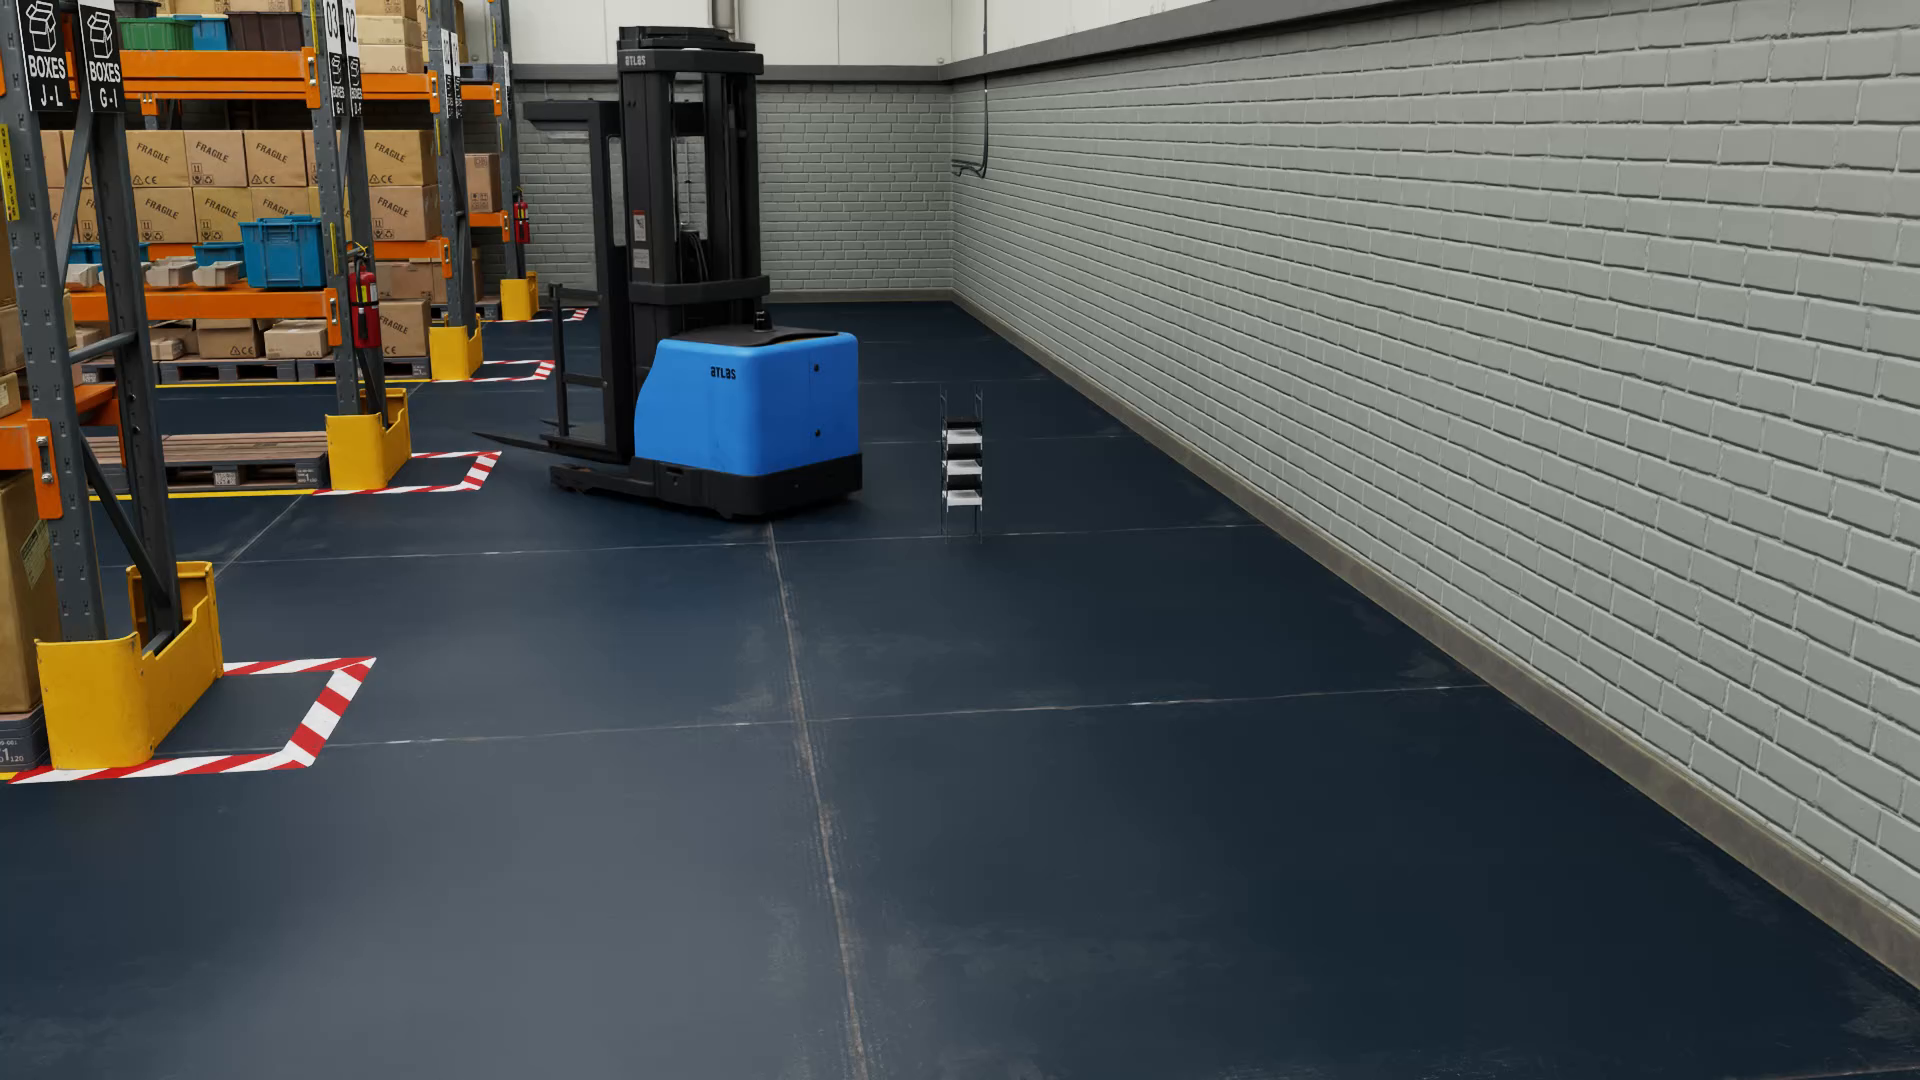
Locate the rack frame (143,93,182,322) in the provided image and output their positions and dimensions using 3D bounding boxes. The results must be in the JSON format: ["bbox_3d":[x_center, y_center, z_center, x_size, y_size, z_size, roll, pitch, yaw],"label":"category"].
[{"bbox_3d":[-9.543,-4.160,20.143,0.127,3.000,1.000,-2,14,-8],"label":"rack frame"}]

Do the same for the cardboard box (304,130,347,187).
[{"bbox_3d":[-5.745,-3.546,15.434,0.500,0.500,0.500,-2,14,-7],"label":"cardboard box"}]

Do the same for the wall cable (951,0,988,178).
[{"bbox_3d":[0.058,-5.828,20.843,0.112,2.526,3.097,-2,14,-8],"label":"wall cable"}]

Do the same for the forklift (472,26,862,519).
[{"bbox_3d":[-2.102,-1.816,10.939,3.031,2.935,1.130,11,18,37],"label":"forklift"}]

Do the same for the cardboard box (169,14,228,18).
[{"bbox_3d":[-6.799,-4.603,15.024,0.500,0.250,0.500,-2,14,-8],"label":"cardboard box"}]

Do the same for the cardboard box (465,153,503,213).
[{"bbox_3d":[-6.091,-4.429,20.601,0.700,0.700,0.980,-1,14,-6],"label":"cardboard box"}]

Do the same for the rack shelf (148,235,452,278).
[{"bbox_3d":[-6.824,-2.692,15.768,4.000,0.370,1.077,-2,14,-8],"label":"rack shelf"}]

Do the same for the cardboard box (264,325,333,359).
[{"bbox_3d":[-6.291,-1.887,15.828,0.500,0.250,0.500,-2,14,-8],"label":"cardboard box"}]

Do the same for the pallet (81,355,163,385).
[{"bbox_3d":[-8.122,-1.640,15.829,1.213,0.211,1.003,-2,14,-8],"label":"pallet"}]

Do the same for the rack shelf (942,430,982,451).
[{"bbox_3d":[0.008,-0.579,9.578,0.200,0.077,0.258,-2,14,-8],"label":"rack shelf"}]

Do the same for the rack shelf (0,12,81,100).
[{"bbox_3d":[-5.352,-1.764,5.901,4.000,0.370,1.077,-2,14,-8],"label":"rack shelf"}]

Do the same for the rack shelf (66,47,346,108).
[{"bbox_3d":[-6.090,-2.955,10.652,4.000,0.370,1.077,-2,14,-8],"label":"rack shelf"}]

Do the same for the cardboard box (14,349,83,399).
[{"bbox_3d":[-3.774,-0.675,6.764,0.250,0.149,0.380,-2,14,-8],"label":"cardboard box"}]

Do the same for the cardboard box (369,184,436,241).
[{"bbox_3d":[-5.249,-3.080,15.632,0.500,0.500,0.500,-2,14,-7],"label":"cardboard box"}]

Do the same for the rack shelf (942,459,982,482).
[{"bbox_3d":[0.008,-0.404,9.622,0.200,0.077,0.258,-2,14,-8],"label":"rack shelf"}]

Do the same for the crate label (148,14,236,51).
[{"bbox_3d":[-5.073,-3.349,11.048,0.502,0.251,0.408,-2,14,-8],"label":"crate label"}]

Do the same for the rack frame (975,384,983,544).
[{"bbox_3d":[0.109,-0.440,9.628,0.006,0.900,0.240,-2,14,-8],"label":"rack frame"}]

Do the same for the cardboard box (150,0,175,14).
[{"bbox_3d":[-7.317,-4.987,15.015,0.500,0.500,0.700,-2,14,-8],"label":"cardboard box"}]

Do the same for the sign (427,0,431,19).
[{"bbox_3d":[-4.783,-4.864,14.962,0.005,0.325,0.100,-2,14,-8],"label":"sign"}]

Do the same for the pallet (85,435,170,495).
[{"bbox_3d":[-6.137,-0.505,11.303,1.213,0.211,1.003,-2,14,-8],"label":"pallet"}]

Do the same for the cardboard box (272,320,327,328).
[{"bbox_3d":[-6.415,-2.005,16.300,0.500,0.250,0.500,-2,14,-8],"label":"cardboard box"}]

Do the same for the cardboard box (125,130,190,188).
[{"bbox_3d":[-7.275,-3.489,15.205,0.500,0.500,0.500,-3,14,-10],"label":"cardboard box"}]

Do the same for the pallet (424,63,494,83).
[{"bbox_3d":[-6.320,-5.687,20.249,1.213,0.211,1.003,-2,14,-8],"label":"pallet"}]

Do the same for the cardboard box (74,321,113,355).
[{"bbox_3d":[-8.281,-2.058,15.997,0.500,0.500,0.500,-2,14,-8],"label":"cardboard box"}]

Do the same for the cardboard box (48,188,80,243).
[{"bbox_3d":[-8.257,-2.970,15.192,0.500,0.500,0.500,-2,14,-7],"label":"cardboard box"}]

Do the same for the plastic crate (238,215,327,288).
[{"bbox_3d":[-4.415,-1.911,10.979,0.499,0.435,0.616,-2,14,-8],"label":"plastic crate"}]

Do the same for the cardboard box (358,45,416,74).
[{"bbox_3d":[-5.315,-4.414,15.296,0.500,0.250,0.500,-2,14,-8],"label":"cardboard box"}]

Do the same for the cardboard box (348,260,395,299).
[{"bbox_3d":[-7.257,-3.210,20.631,0.500,0.500,0.700,-3,14,-10],"label":"cardboard box"}]

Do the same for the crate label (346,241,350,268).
[{"bbox_3d":[-4.405,-1.940,11.512,0.303,0.233,0.416,-2,14,-8],"label":"crate label"}]

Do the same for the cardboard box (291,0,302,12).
[{"bbox_3d":[-5.859,-5.082,15.390,0.500,0.500,0.700,-2,14,-8],"label":"cardboard box"}]

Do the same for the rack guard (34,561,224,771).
[{"bbox_3d":[-3.350,0.481,6.775,0.348,0.500,1.175,-2,14,-8],"label":"rack guard"}]

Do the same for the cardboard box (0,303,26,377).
[{"bbox_3d":[-3.814,-0.721,6.125,0.500,0.250,0.500,-2,14,-9],"label":"cardboard box"}]

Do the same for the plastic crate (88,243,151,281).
[{"bbox_3d":[-5.707,-1.892,11.321,0.300,0.233,0.416,-2,14,-8],"label":"plastic crate"}]

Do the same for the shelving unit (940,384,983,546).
[{"bbox_3d":[0.008,-0.437,9.614,0.210,0.900,0.258,-2,14,-8],"label":"shelving unit"}]

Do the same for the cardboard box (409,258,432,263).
[{"bbox_3d":[-6.618,-3.503,20.467,0.250,0.149,0.380,-2,14,-7],"label":"cardboard box"}]

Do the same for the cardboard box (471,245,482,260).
[{"bbox_3d":[-6.171,-3.614,20.908,0.250,0.149,0.380,-2,14,-8],"label":"cardboard box"}]

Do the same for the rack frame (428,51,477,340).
[{"bbox_3d":[-4.846,-3.113,15.970,0.127,3.000,1.000,-2,14,-8],"label":"rack frame"}]

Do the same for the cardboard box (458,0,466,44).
[{"bbox_3d":[-6.346,-6.335,20.346,0.500,0.500,0.500,-3,14,-10],"label":"cardboard box"}]

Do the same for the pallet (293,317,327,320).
[{"bbox_3d":[-7.571,-2.861,20.696,1.213,0.211,1.003,-2,14,-8],"label":"pallet"}]

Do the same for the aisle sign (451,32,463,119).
[{"bbox_3d":[-4.823,-4.447,15.945,0.004,0.787,0.394,-2,14,-8],"label":"aisle sign"}]

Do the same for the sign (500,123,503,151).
[{"bbox_3d":[-5.521,-4.850,20.029,0.005,0.325,0.100,-2,14,-8],"label":"sign"}]

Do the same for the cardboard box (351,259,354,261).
[{"bbox_3d":[-7.425,-3.568,20.723,0.250,0.149,0.380,-2,14,-8],"label":"cardboard box"}]

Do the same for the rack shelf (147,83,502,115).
[{"bbox_3d":[-7.566,-5.338,20.154,4.000,0.370,1.077,-2,14,-8],"label":"rack shelf"}]

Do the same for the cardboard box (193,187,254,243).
[{"bbox_3d":[-6.754,-3.026,15.414,0.500,0.500,0.500,-2,14,-9],"label":"cardboard box"}]

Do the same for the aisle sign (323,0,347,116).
[{"bbox_3d":[-3.997,-3.115,10.632,0.004,0.787,0.394,-2,14,-8],"label":"aisle sign"}]

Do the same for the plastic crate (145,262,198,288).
[{"bbox_3d":[-5.180,-1.743,10.924,0.243,0.136,0.396,-2,14,-8],"label":"plastic crate"}]

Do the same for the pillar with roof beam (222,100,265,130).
[{"bbox_3d":[-8.339,-6.268,16.215,0.400,9.000,9.100,-2,14,-8],"label":"pillar with roof beam"}]
